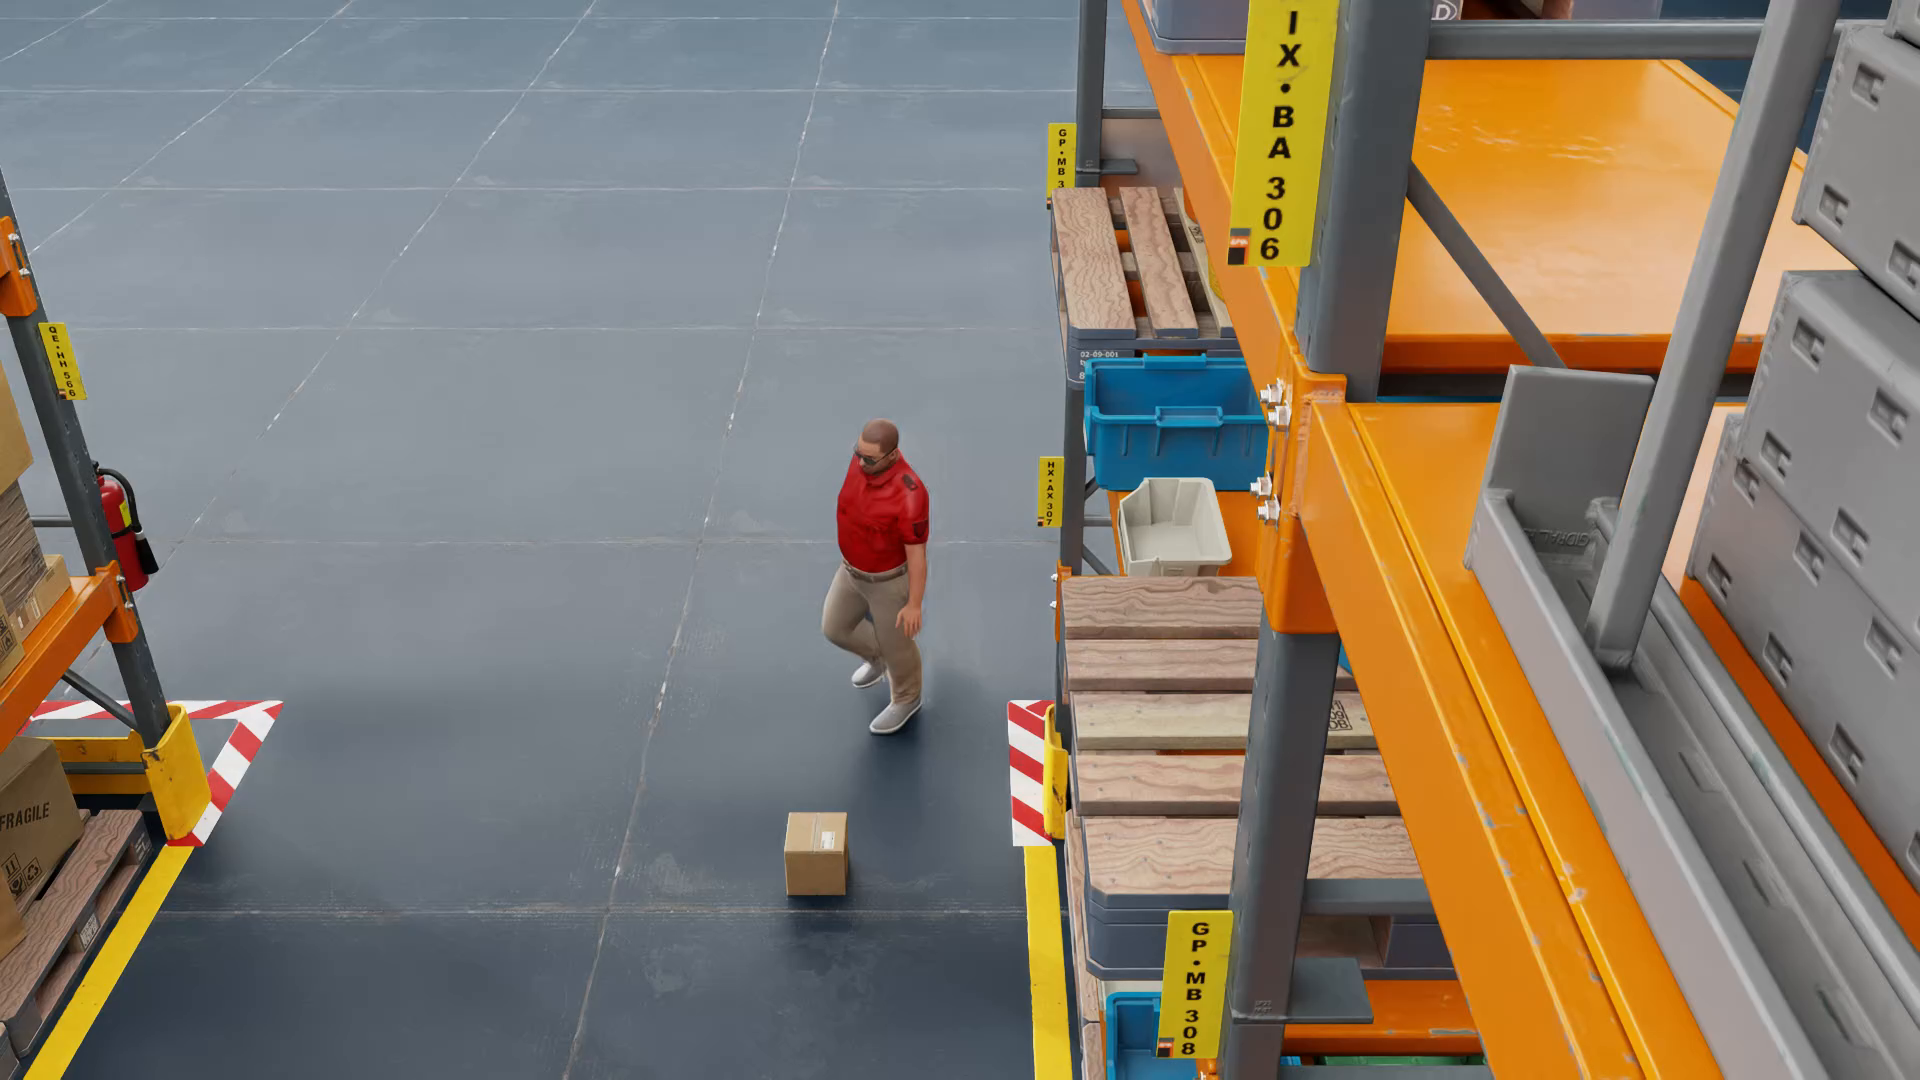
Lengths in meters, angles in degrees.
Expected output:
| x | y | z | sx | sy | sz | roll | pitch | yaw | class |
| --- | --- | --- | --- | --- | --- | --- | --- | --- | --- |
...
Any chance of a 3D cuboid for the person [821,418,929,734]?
| x | y | z | sx | sy | sz | roll | pitch | yaw | class |
| --- | --- | --- | --- | --- | --- | --- | --- | --- | --- |
| -0.348 | 0.141 | 7.712 | 0.480 | 1.713 | 0.669 | -26 | 40 | -36 | person |
